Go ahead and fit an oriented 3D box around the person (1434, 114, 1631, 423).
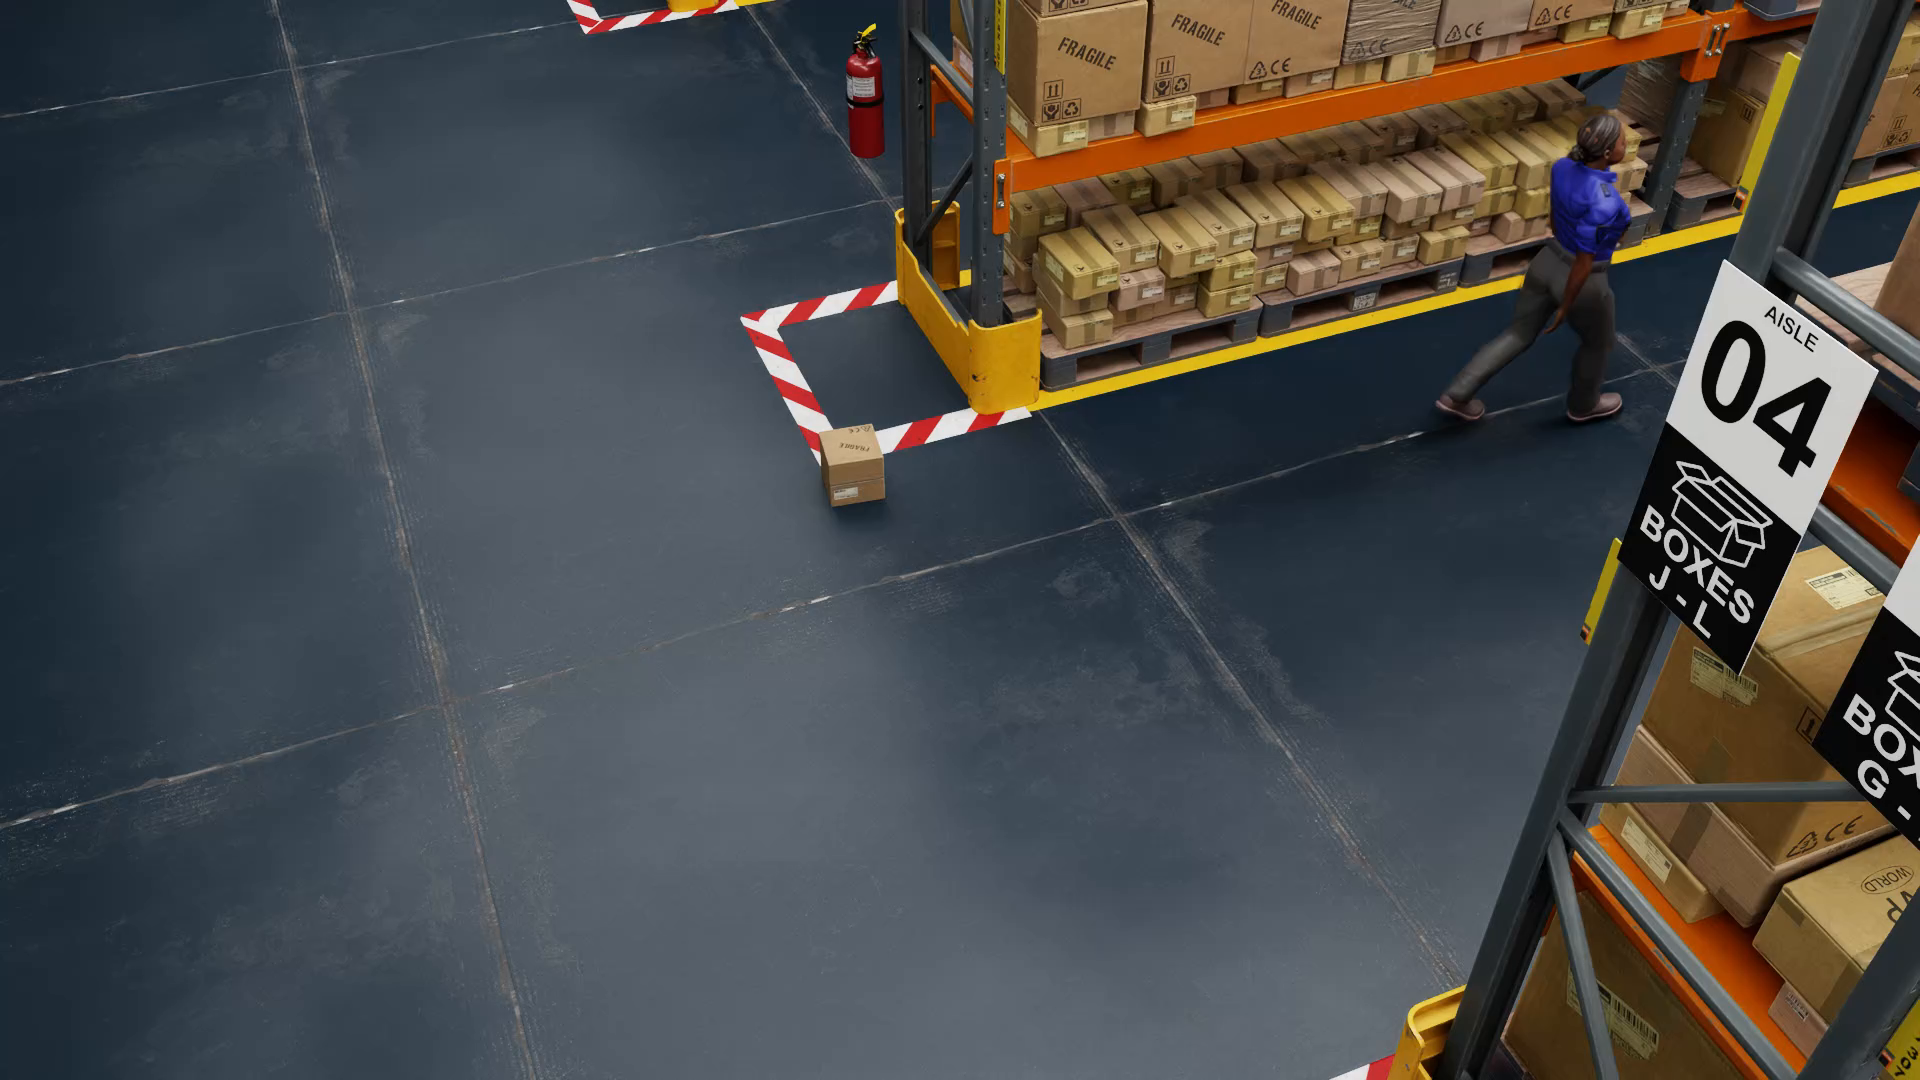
[{"bbox_3d":[2.719,-1.183,7.472,0.969,1.603,0.441,-15,44,-16],"label":"person"}]
